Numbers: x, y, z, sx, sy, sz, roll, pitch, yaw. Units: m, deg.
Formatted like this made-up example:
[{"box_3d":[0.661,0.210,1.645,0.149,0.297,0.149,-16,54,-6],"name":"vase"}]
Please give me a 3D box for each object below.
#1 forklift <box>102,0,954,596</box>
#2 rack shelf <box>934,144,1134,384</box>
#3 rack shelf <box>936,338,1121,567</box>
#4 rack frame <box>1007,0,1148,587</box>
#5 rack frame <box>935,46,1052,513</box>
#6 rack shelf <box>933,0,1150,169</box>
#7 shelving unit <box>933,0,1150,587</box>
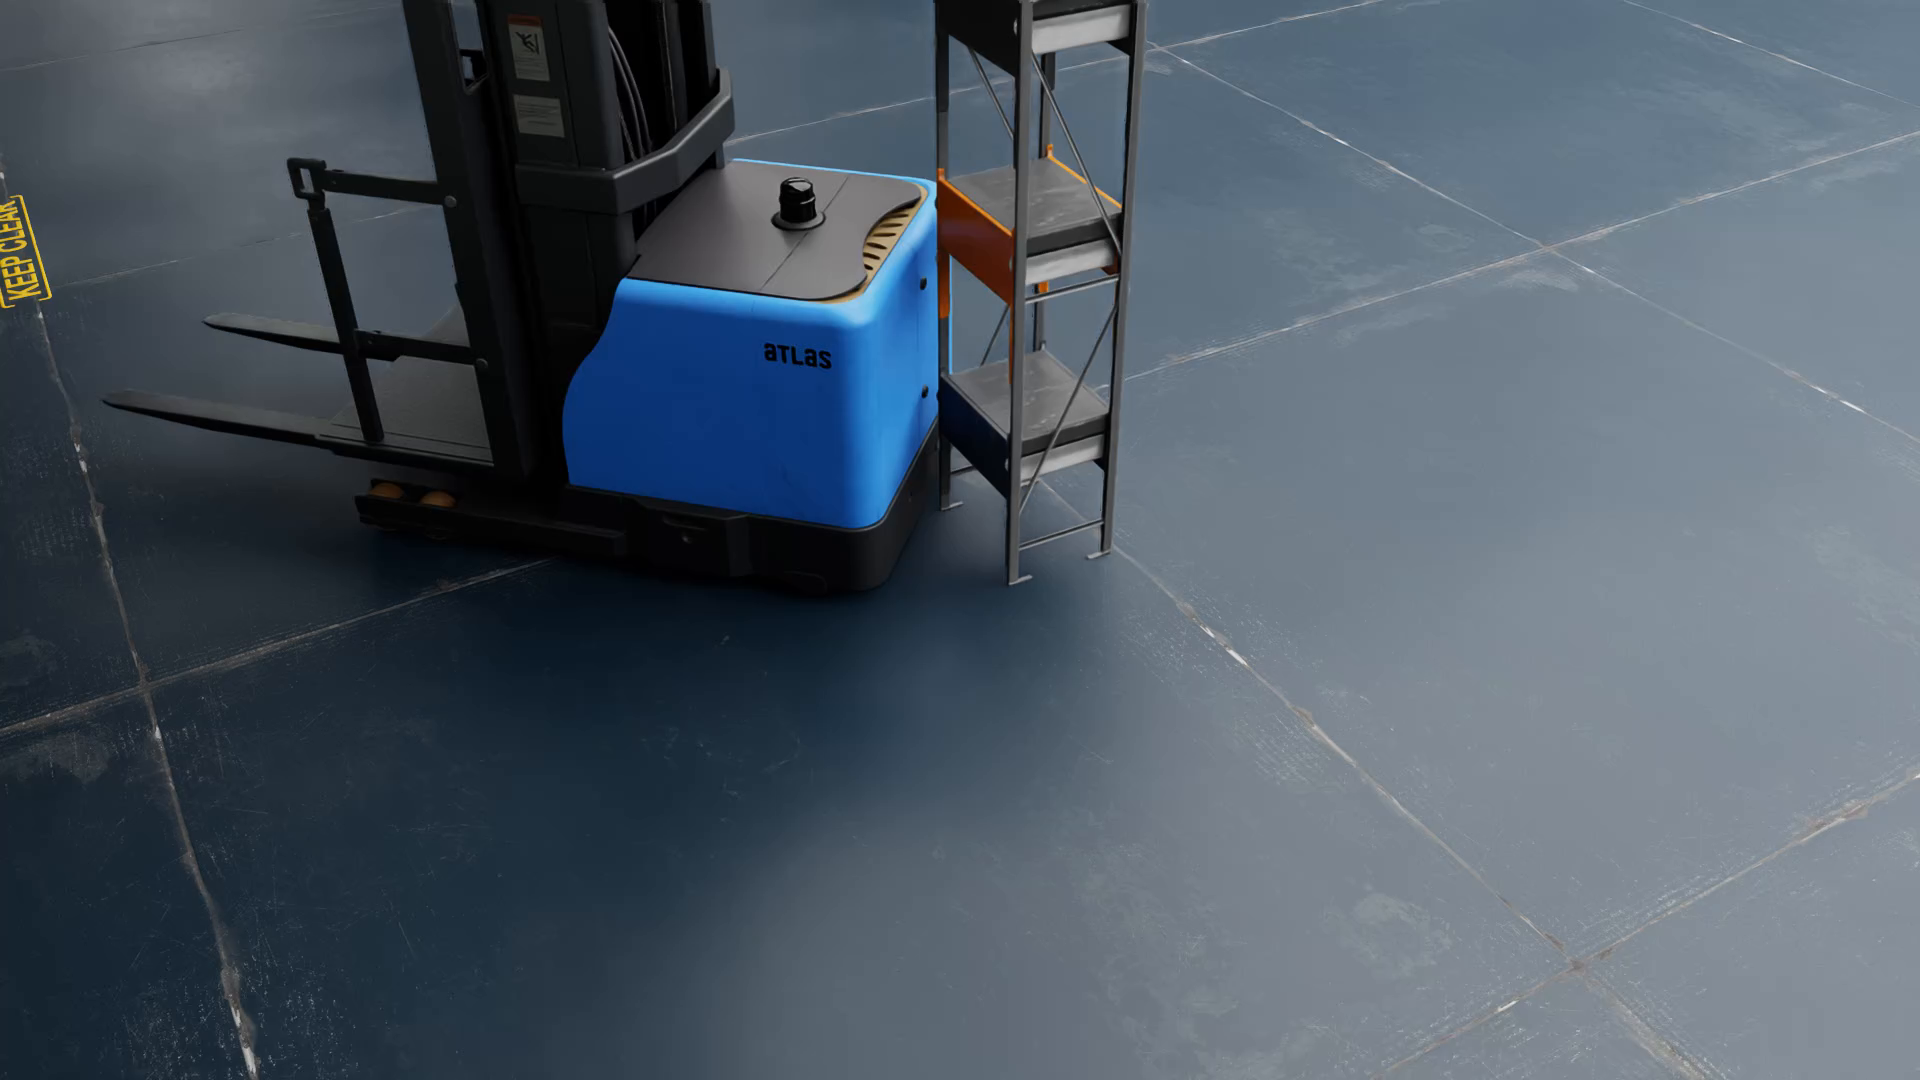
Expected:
[{"box_3d":[-1.590,-1.475,5.284,3.031,2.935,1.130,9,37,12],"name":"forklift"},{"box_3d":[0.222,-0.866,5.178,0.431,0.518,0.480,-17,40,-22],"name":"rack shelf"},{"box_3d":[0.222,-0.300,5.591,0.431,0.518,0.480,-17,40,-22],"name":"rack shelf"},{"box_3d":[0.336,-0.750,4.996,0.400,2.100,0.015,-17,40,-22],"name":"rack frame"},{"box_3d":[0.107,-1.004,5.344,0.400,2.100,0.015,-17,40,-22],"name":"rack frame"},{"box_3d":[0.222,-1.431,4.765,0.431,0.518,0.480,-17,40,-22],"name":"rack shelf"},{"box_3d":[0.222,-0.877,5.170,0.431,2.100,0.503,-17,40,-22],"name":"shelving unit"}]
